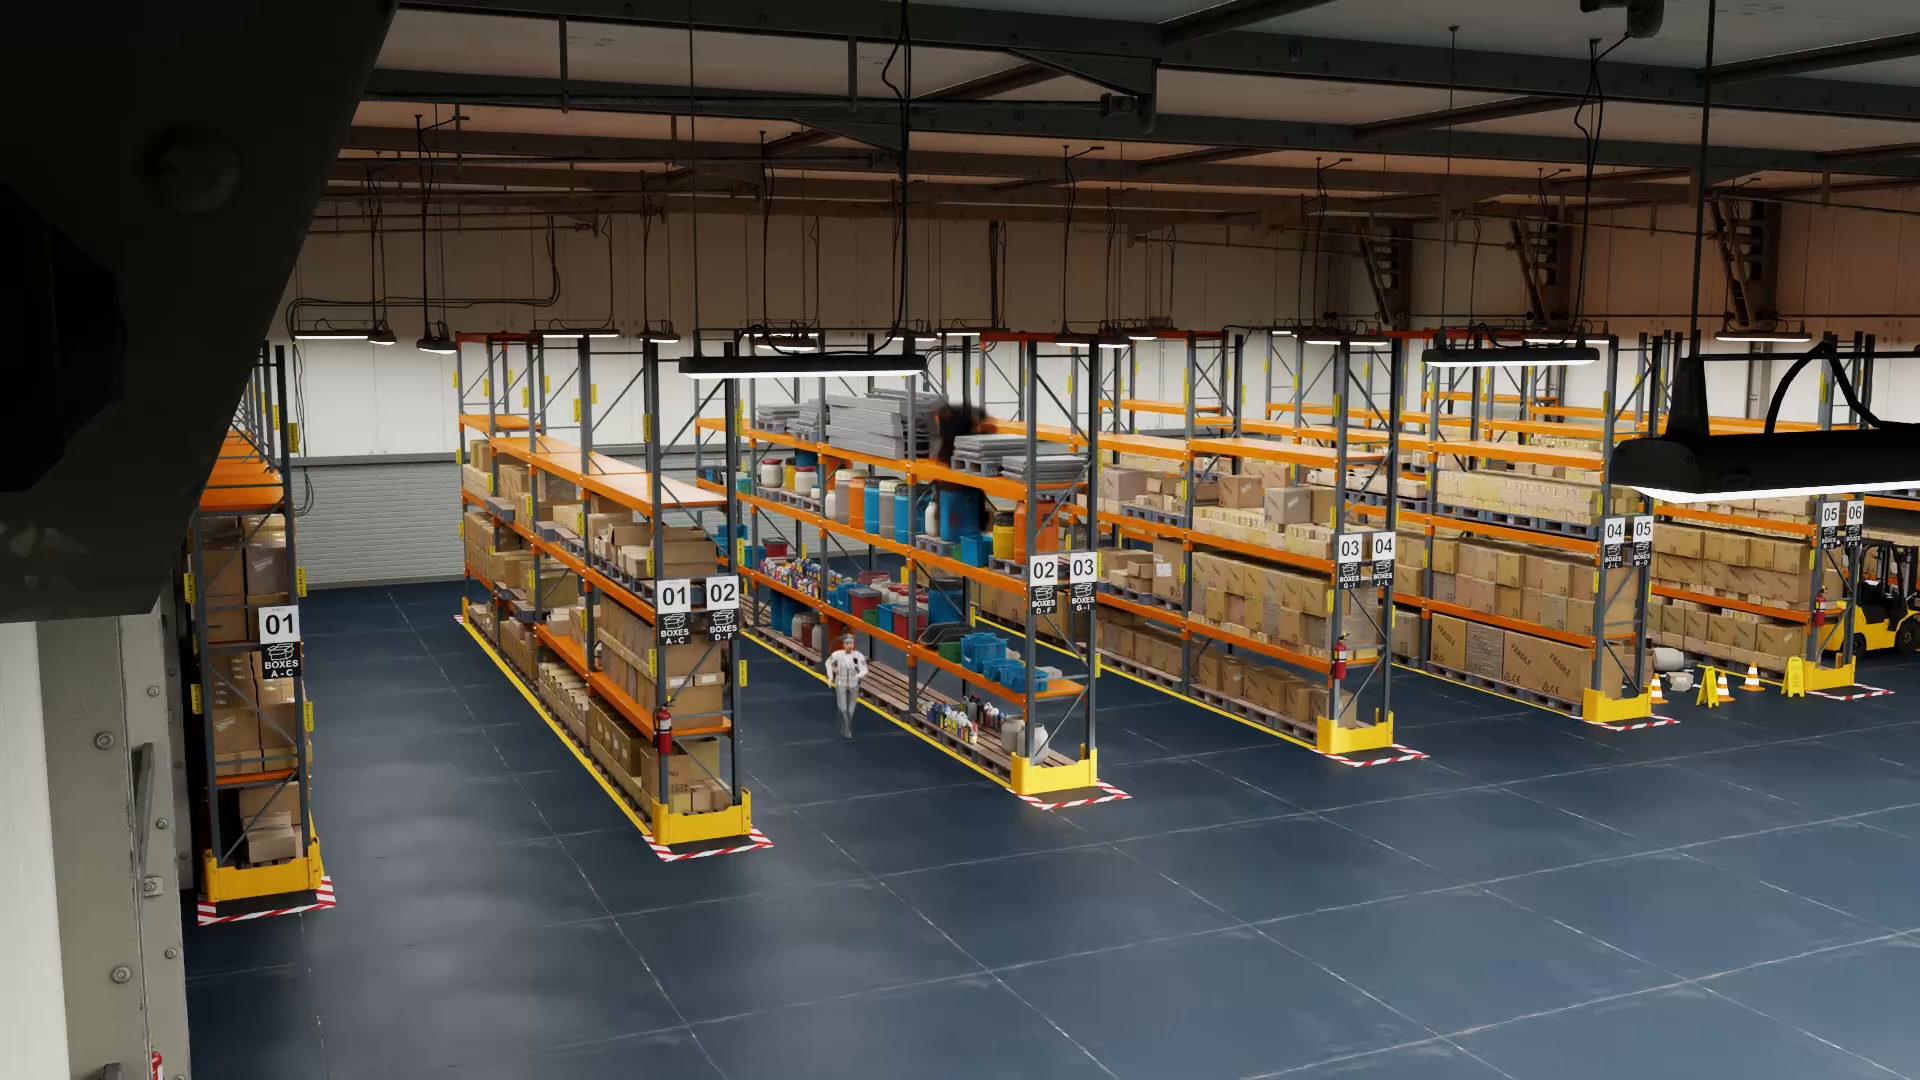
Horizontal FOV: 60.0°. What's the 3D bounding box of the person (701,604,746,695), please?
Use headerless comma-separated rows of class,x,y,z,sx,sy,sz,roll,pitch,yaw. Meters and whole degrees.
person,-3.911,1.696,27.955,0.688,1.791,0.765,-6,10,-36

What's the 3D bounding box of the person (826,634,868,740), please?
person,-1.688,2.176,24.890,0.621,1.625,0.739,-1,8,-8
